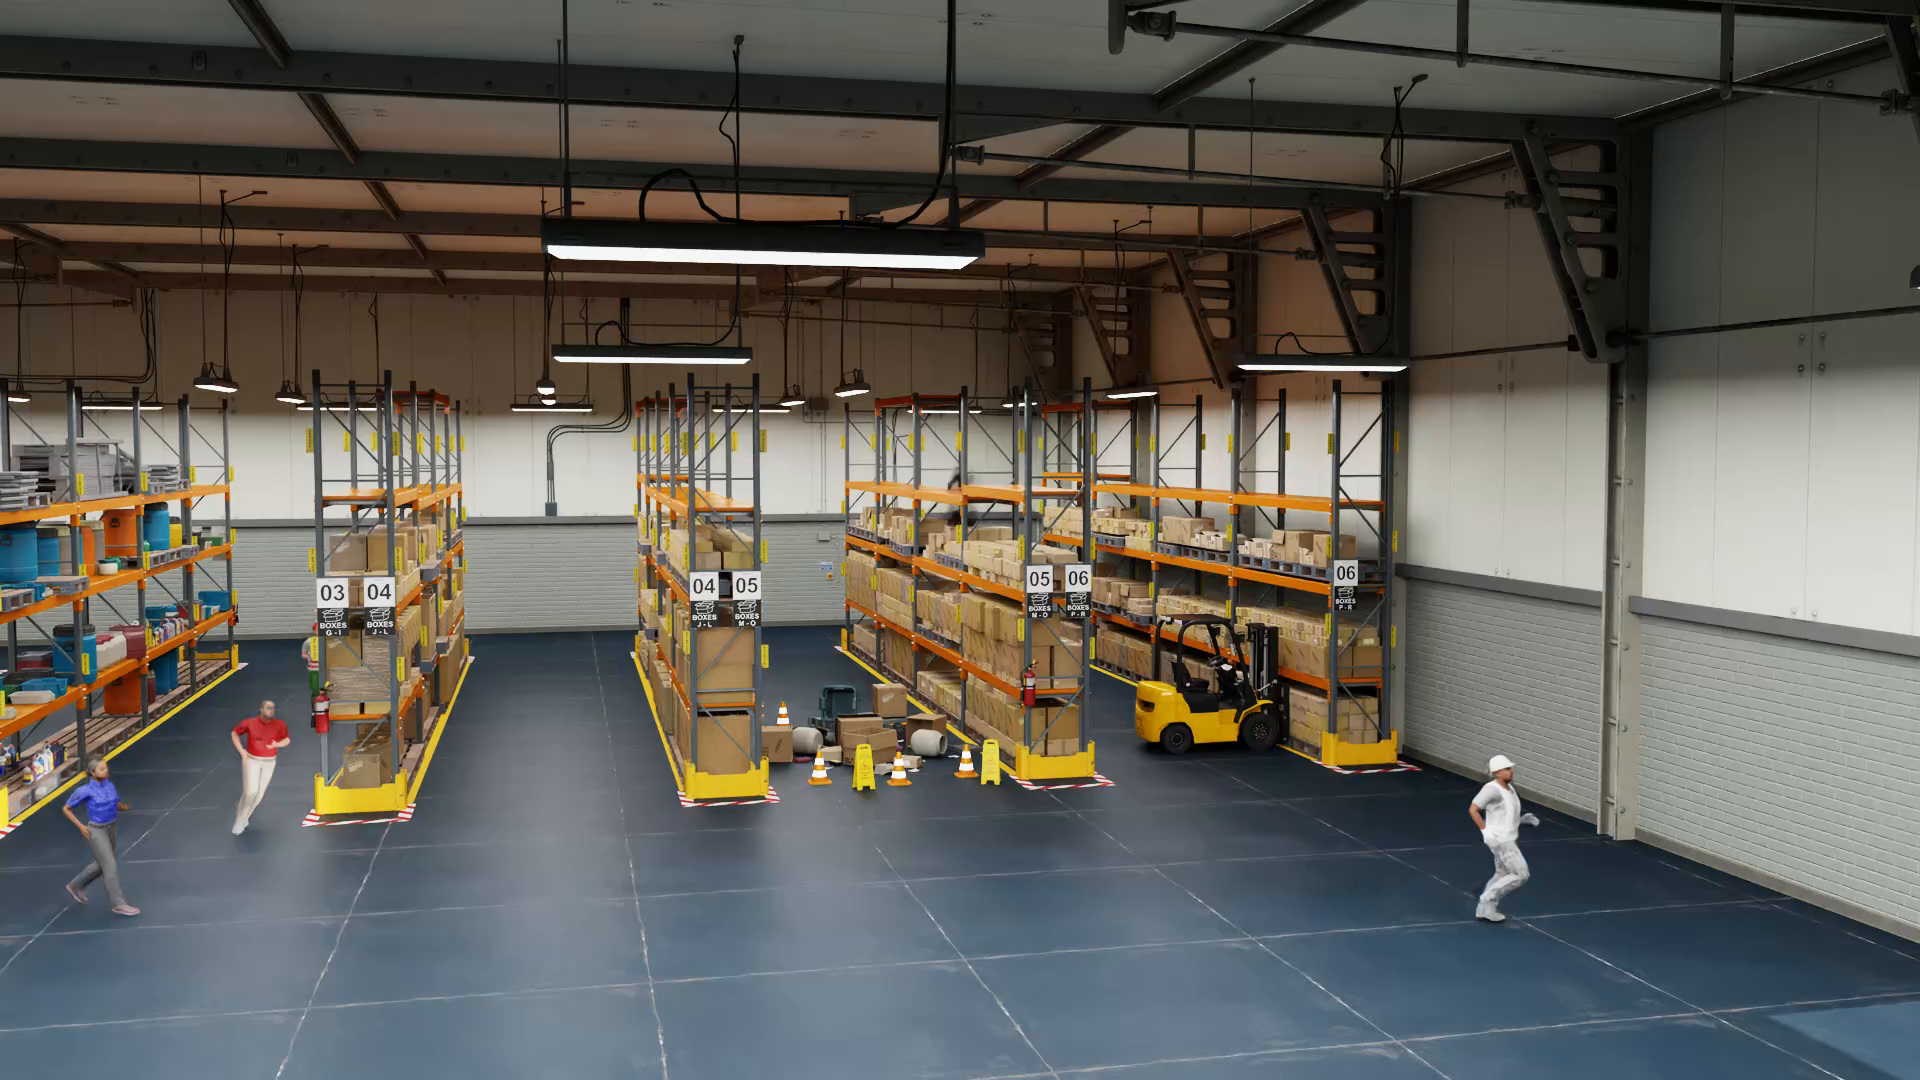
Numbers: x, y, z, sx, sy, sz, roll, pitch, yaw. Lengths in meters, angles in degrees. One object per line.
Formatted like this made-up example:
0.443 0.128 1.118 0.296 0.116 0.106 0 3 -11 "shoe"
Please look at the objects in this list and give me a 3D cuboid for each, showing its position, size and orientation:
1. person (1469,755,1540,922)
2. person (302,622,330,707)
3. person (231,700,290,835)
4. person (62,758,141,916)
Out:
5.681 3.114 17.286 0.634 1.738 0.668 2 4 31 "person"
-11.602 2.382 30.133 0.608 1.816 0.747 -1 3 -18 "person"
-9.119 2.937 21.631 0.756 1.720 0.663 -3 4 -40 "person"
-9.136 3.135 17.659 0.942 1.641 0.577 1 3 10 "person"
